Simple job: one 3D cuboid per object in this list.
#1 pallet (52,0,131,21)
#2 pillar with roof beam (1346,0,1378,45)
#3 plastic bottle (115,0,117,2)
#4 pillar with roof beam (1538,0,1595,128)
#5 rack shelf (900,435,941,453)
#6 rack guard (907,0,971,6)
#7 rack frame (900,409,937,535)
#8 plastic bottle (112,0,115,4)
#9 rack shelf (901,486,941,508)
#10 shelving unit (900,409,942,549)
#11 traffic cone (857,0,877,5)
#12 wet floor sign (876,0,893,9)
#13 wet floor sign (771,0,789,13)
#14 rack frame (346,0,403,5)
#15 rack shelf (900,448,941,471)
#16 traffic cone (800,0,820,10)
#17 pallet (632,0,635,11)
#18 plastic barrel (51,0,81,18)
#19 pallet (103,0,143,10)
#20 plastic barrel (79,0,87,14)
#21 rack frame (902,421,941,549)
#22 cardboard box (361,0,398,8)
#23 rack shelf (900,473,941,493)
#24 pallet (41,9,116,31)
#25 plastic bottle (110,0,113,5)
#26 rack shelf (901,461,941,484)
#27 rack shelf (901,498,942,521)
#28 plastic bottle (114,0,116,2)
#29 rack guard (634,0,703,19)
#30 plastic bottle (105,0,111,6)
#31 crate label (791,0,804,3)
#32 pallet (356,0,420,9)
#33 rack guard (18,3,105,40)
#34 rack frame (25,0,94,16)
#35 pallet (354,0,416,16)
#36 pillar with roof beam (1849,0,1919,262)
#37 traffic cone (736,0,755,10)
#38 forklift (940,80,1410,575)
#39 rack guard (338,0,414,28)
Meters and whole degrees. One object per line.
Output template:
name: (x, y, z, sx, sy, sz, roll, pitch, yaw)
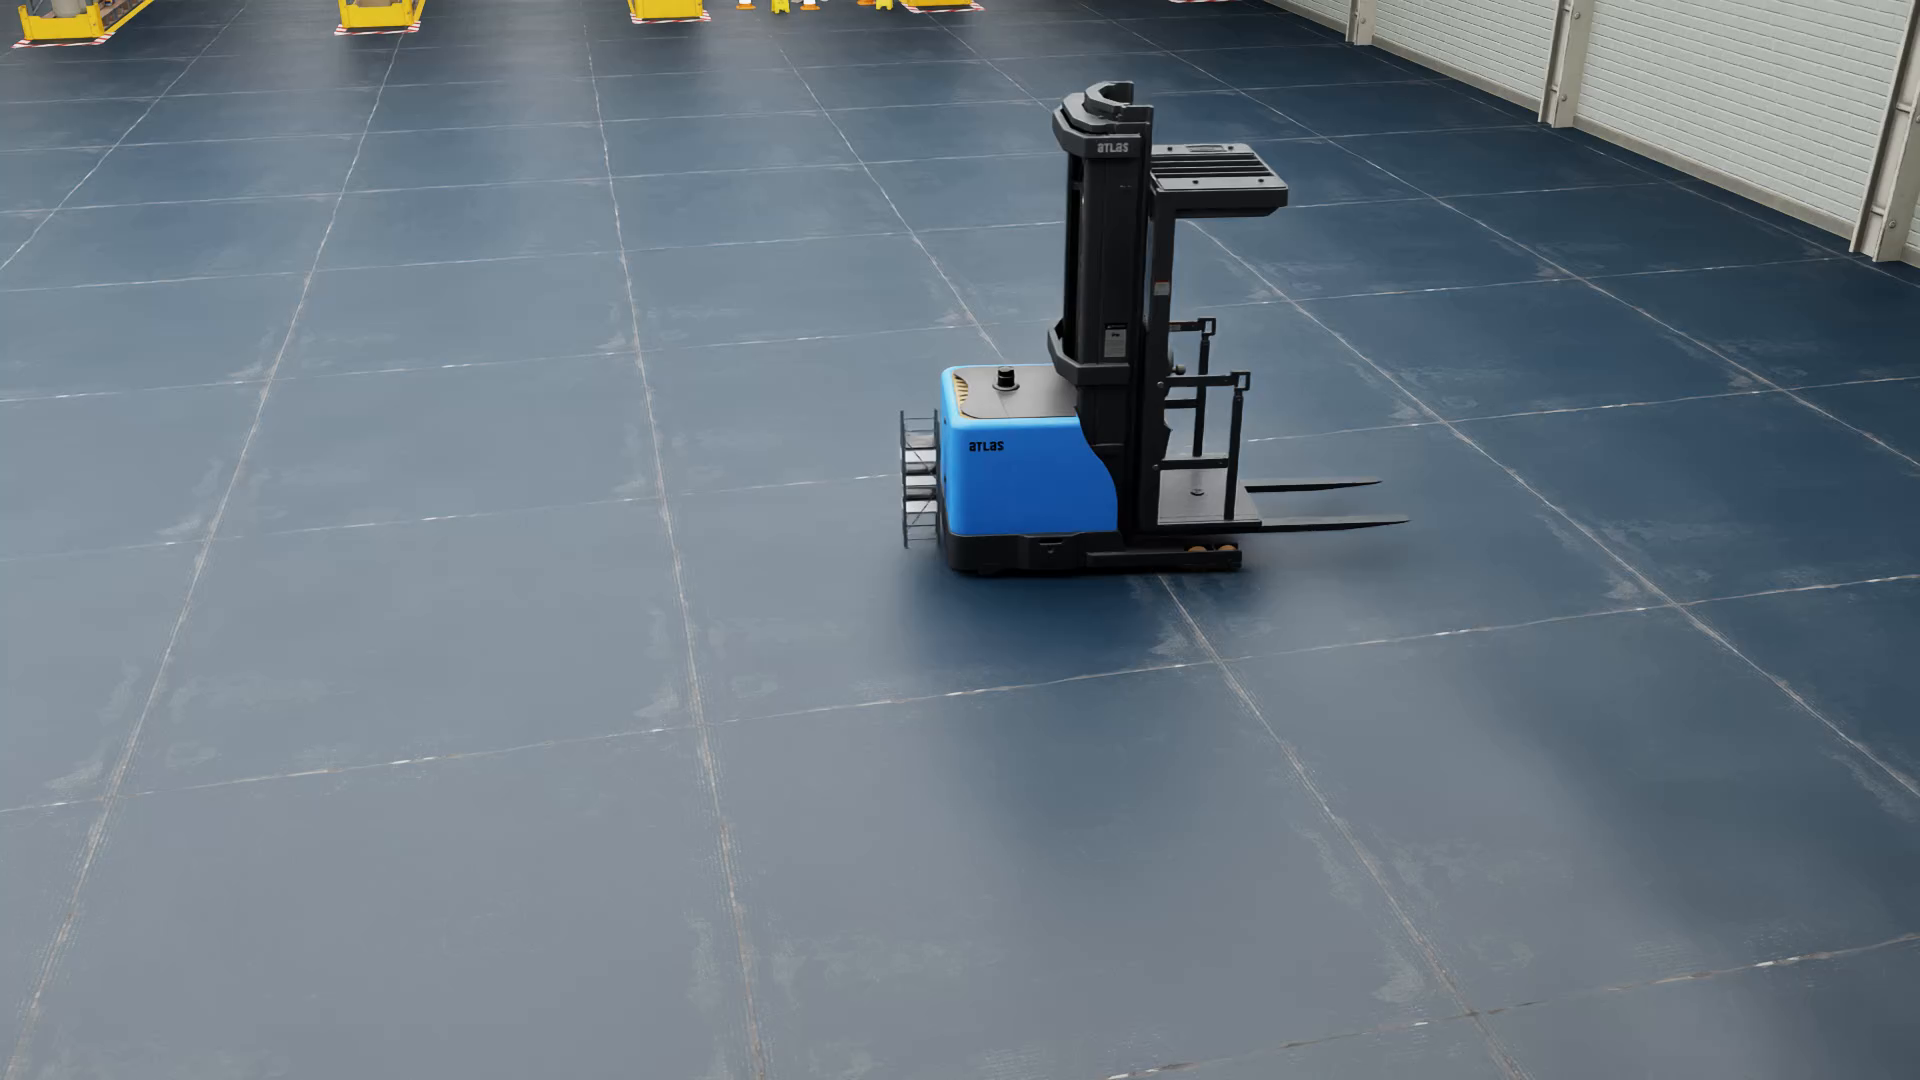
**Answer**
pallet: (-15.364, -9.380, 29.445, 1.003, 0.211, 1.213, -6, 27, -12)
pillar with roof beam: (2.343, -11.723, 24.336, 9.100, 9.000, 0.400, -6, 27, -12)
plastic bottle: (-15.057, -9.705, 29.534, 0.097, 0.271, 0.097, 0, 27, 0)
pillar with roof beam: (3.695, -9.089, 19.118, 9.100, 9.000, 0.400, -6, 27, -12)
rack shelf: (-0.259, -0.607, 10.775, 0.258, 0.077, 0.200, -2, 27, -4)
rack guard: (-0.388, -10.131, 30.613, 1.175, 0.500, 0.348, -6, 27, -12)
rack frame: (-0.266, -0.442, 10.972, 0.240, 0.900, 0.006, -2, 27, -4)
plastic bottle: (-14.990, -9.617, 29.347, 0.061, 0.283, 0.133, -5, 27, -11)
rack shelf: (-0.258, -0.286, 10.937, 0.258, 0.077, 0.200, -2, 27, -4)
shelving unit: (-0.258, -0.396, 10.881, 0.258, 0.900, 0.210, -2, 27, -4)
traffic cone: (-1.725, -10.139, 30.670, 0.336, 0.463, 0.334, -6, 27, -12)
wet floor sign: (-1.371, -9.970, 30.134, 0.267, 0.644, 0.232, 3, 27, 6)
wet floor sign: (-3.235, -9.804, 29.804, 0.267, 0.644, 0.232, -11, 29, -20)
rack frame: (-10.026, -10.207, 27.990, 1.000, 3.000, 0.127, -6, 27, -12)
rack shelf: (-0.259, -0.527, 10.815, 0.258, 0.077, 0.200, -2, 27, -4)
traffic cone: (-2.730, -9.877, 30.151, 0.336, 0.463, 0.334, -6, 27, -12)
pallet: (-5.427, -9.765, 30.208, 1.003, 0.211, 1.213, -6, 27, -12)
plastic barrel: (-15.075, -9.062, 28.017, 0.421, 0.512, 0.421, 0, 27, 0)
pallet: (-15.642, -9.916, 30.509, 1.003, 0.211, 1.213, -6, 27, -12)
plastic barrel: (-15.188, -9.282, 28.453, 0.421, 0.512, 0.421, 0, 27, 0)
rack frame: (-0.251, -0.350, 10.791, 0.240, 0.900, 0.006, -2, 27, -4)
cardboard box: (-10.151, -9.555, 29.005, 0.500, 0.500, 0.500, -1, 27, -2)
rack shelf: (-0.258, -0.366, 10.896, 0.258, 0.077, 0.200, -2, 27, -4)
pallet: (-15.093, -8.845, 28.386, 1.003, 0.211, 1.213, -6, 27, -12)
plastic bottle: (-14.980, -9.524, 29.255, 0.097, 0.201, 0.097, 0, 27, 0)
rack shelf: (-0.258, -0.447, 10.856, 0.258, 0.077, 0.200, -2, 27, -4)
rack shelf: (-0.257, -0.206, 10.977, 0.258, 0.077, 0.200, -2, 27, -4)
plastic bottle: (-15.034, -9.661, 29.447, 0.097, 0.271, 0.097, 0, 27, 0)
rack guard: (-5.166, -9.540, 29.443, 1.175, 0.500, 0.348, -6, 27, -12)
plastic bottle: (-14.957, -9.510, 29.149, 0.097, 0.271, 0.097, 0, 27, 0)
crate label: (-2.967, -10.070, 30.896, 0.250, 0.136, 0.298, -23, 35, -38)
pallet: (-10.463, -9.890, 30.457, 1.003, 0.211, 1.213, -6, 27, -12)
rack guard: (-14.915, -8.617, 27.614, 1.175, 0.500, 0.348, -6, 27, -12)
rack frame: (-14.852, -9.704, 26.994, 1.000, 3.000, 0.127, -6, 27, -12)
pallet: (-10.192, -9.356, 29.398, 1.003, 0.211, 1.213, -6, 27, -12)
pillar with roof beam: (5.047, -6.455, 13.899, 9.100, 9.000, 0.400, -6, 27, -12)
traffic cone: (-3.907, -9.911, 30.219, 0.336, 0.463, 0.334, -6, 27, -12)
forklift: (1.405, -1.336, 10.490, 3.031, 2.935, 1.130, -2, 27, -4)
rack guard: (-10.043, -9.125, 28.620, 1.175, 0.500, 0.348, -6, 27, -12)
